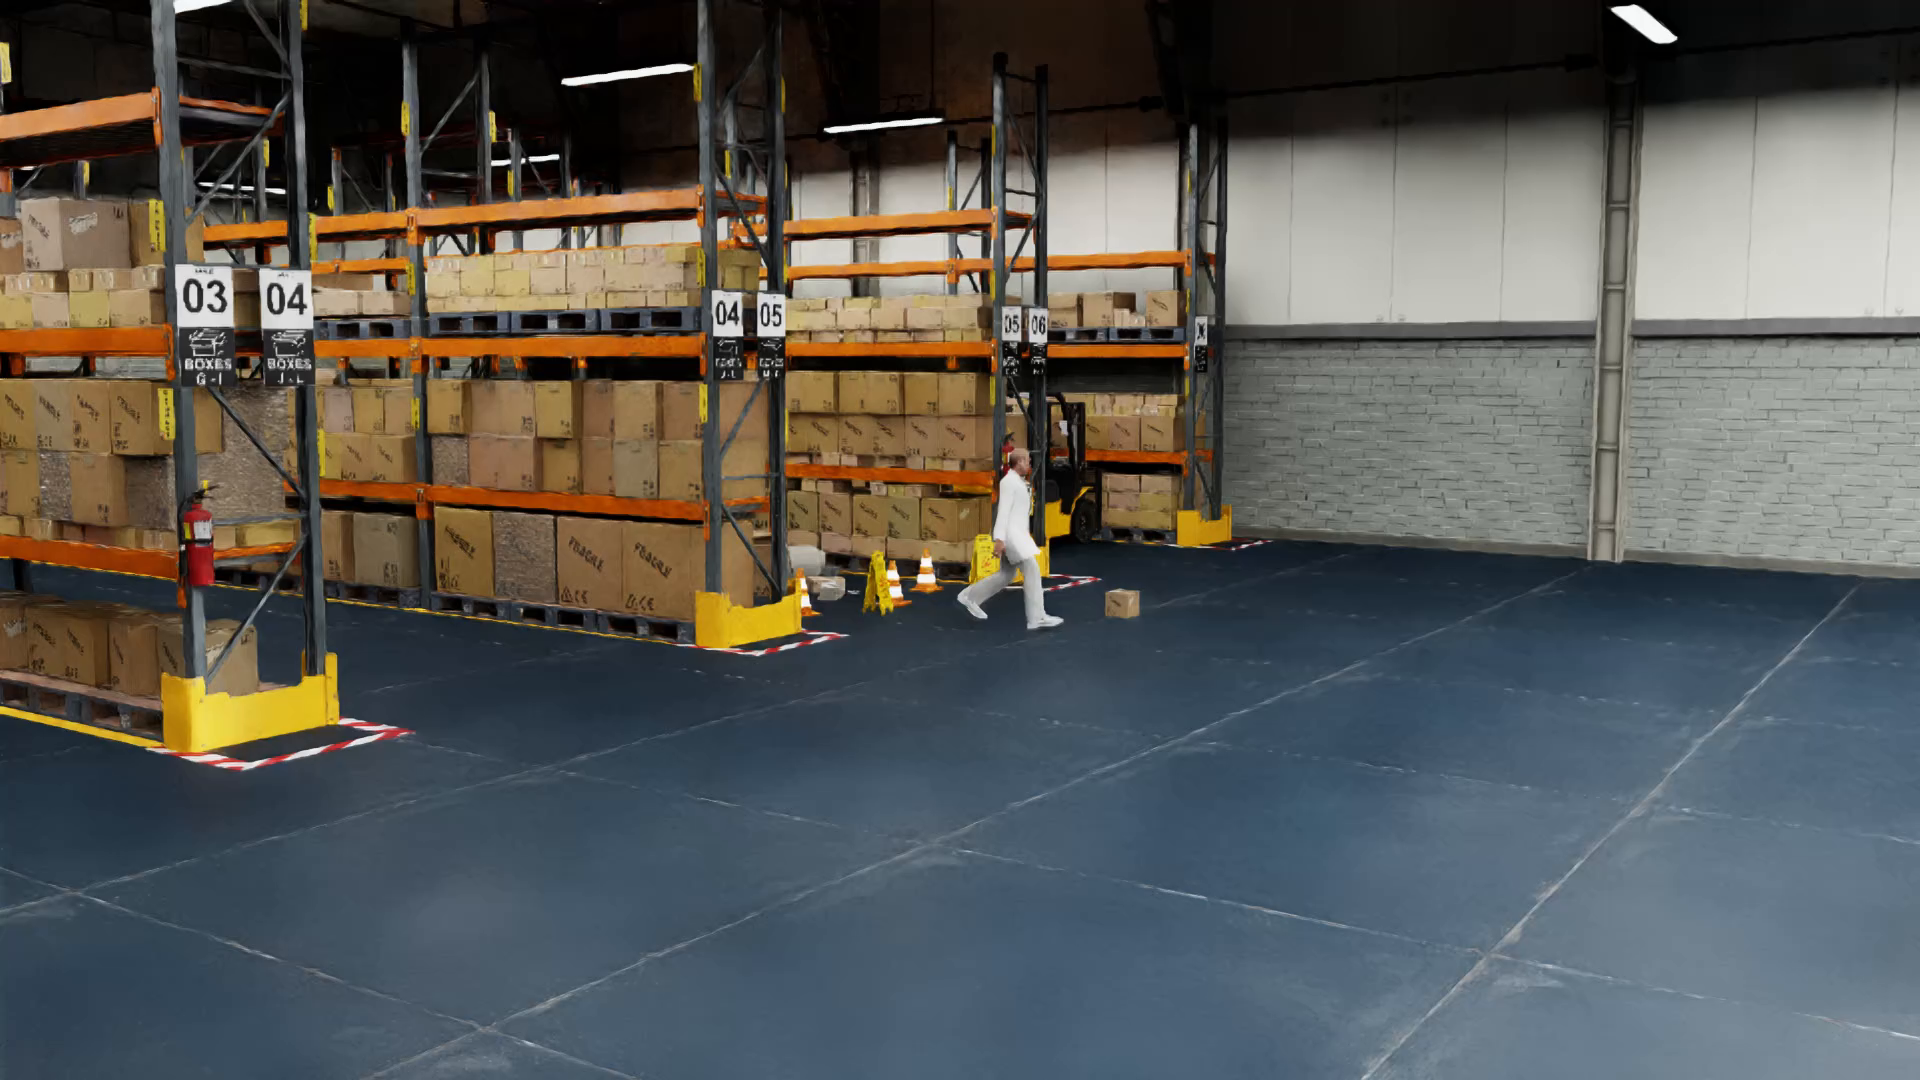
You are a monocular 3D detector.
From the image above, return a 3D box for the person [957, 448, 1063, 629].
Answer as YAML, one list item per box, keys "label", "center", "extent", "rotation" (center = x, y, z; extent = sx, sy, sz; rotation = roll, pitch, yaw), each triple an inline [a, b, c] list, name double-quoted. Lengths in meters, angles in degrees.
- label: "person"
  center: [0.483, -0.026, 16.131]
  extent: [1.094, 1.735, 0.666]
  rotation: [1, 6, 10]
